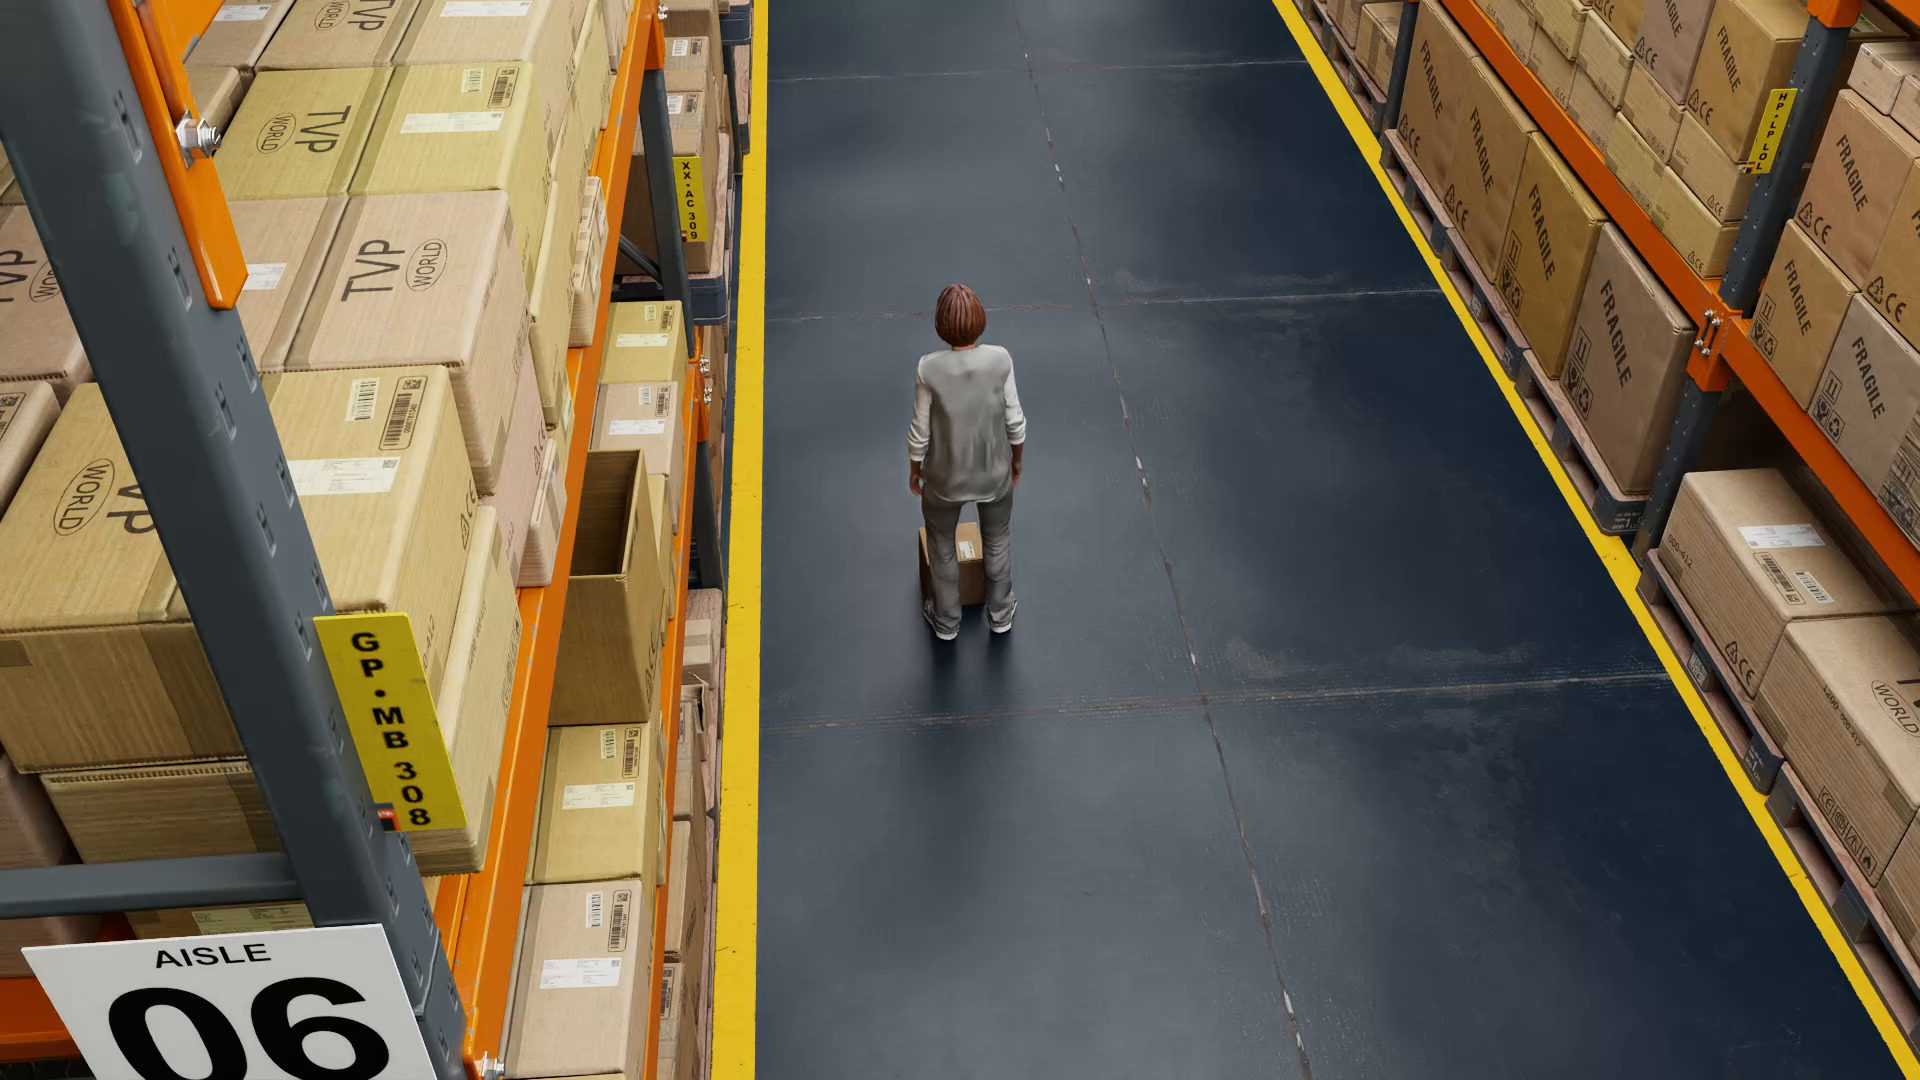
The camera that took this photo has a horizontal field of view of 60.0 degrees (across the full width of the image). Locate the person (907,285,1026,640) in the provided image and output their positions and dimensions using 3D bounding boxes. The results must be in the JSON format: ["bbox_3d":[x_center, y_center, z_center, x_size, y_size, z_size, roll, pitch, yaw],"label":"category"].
[{"bbox_3d":[0.024,-0.259,6.476,0.462,1.593,0.345,-6,40,-7],"label":"person"}]
